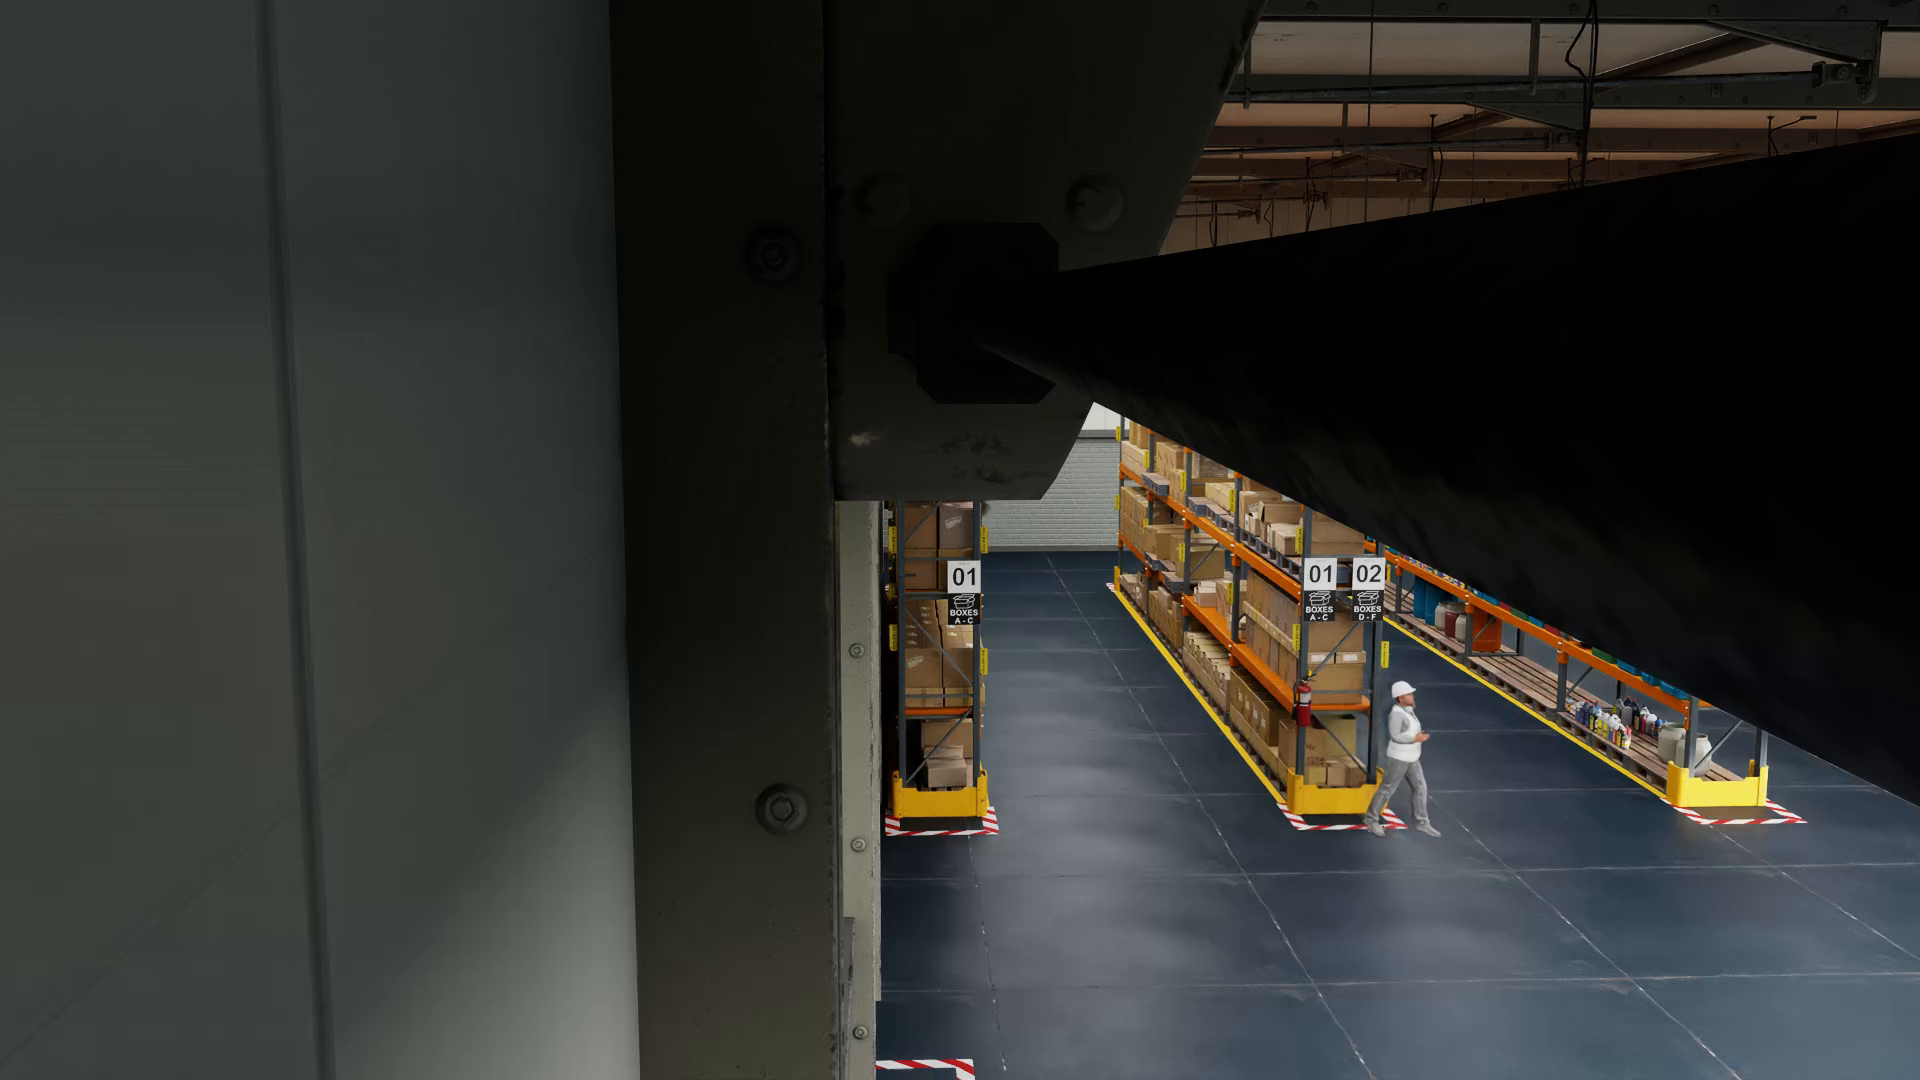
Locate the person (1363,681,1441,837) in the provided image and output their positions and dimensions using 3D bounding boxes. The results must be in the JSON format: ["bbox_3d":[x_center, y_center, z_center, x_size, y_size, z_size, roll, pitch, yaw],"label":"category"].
[{"bbox_3d":[5.074,2.512,18.985,0.857,1.816,0.669,4,9,28],"label":"person"}]
